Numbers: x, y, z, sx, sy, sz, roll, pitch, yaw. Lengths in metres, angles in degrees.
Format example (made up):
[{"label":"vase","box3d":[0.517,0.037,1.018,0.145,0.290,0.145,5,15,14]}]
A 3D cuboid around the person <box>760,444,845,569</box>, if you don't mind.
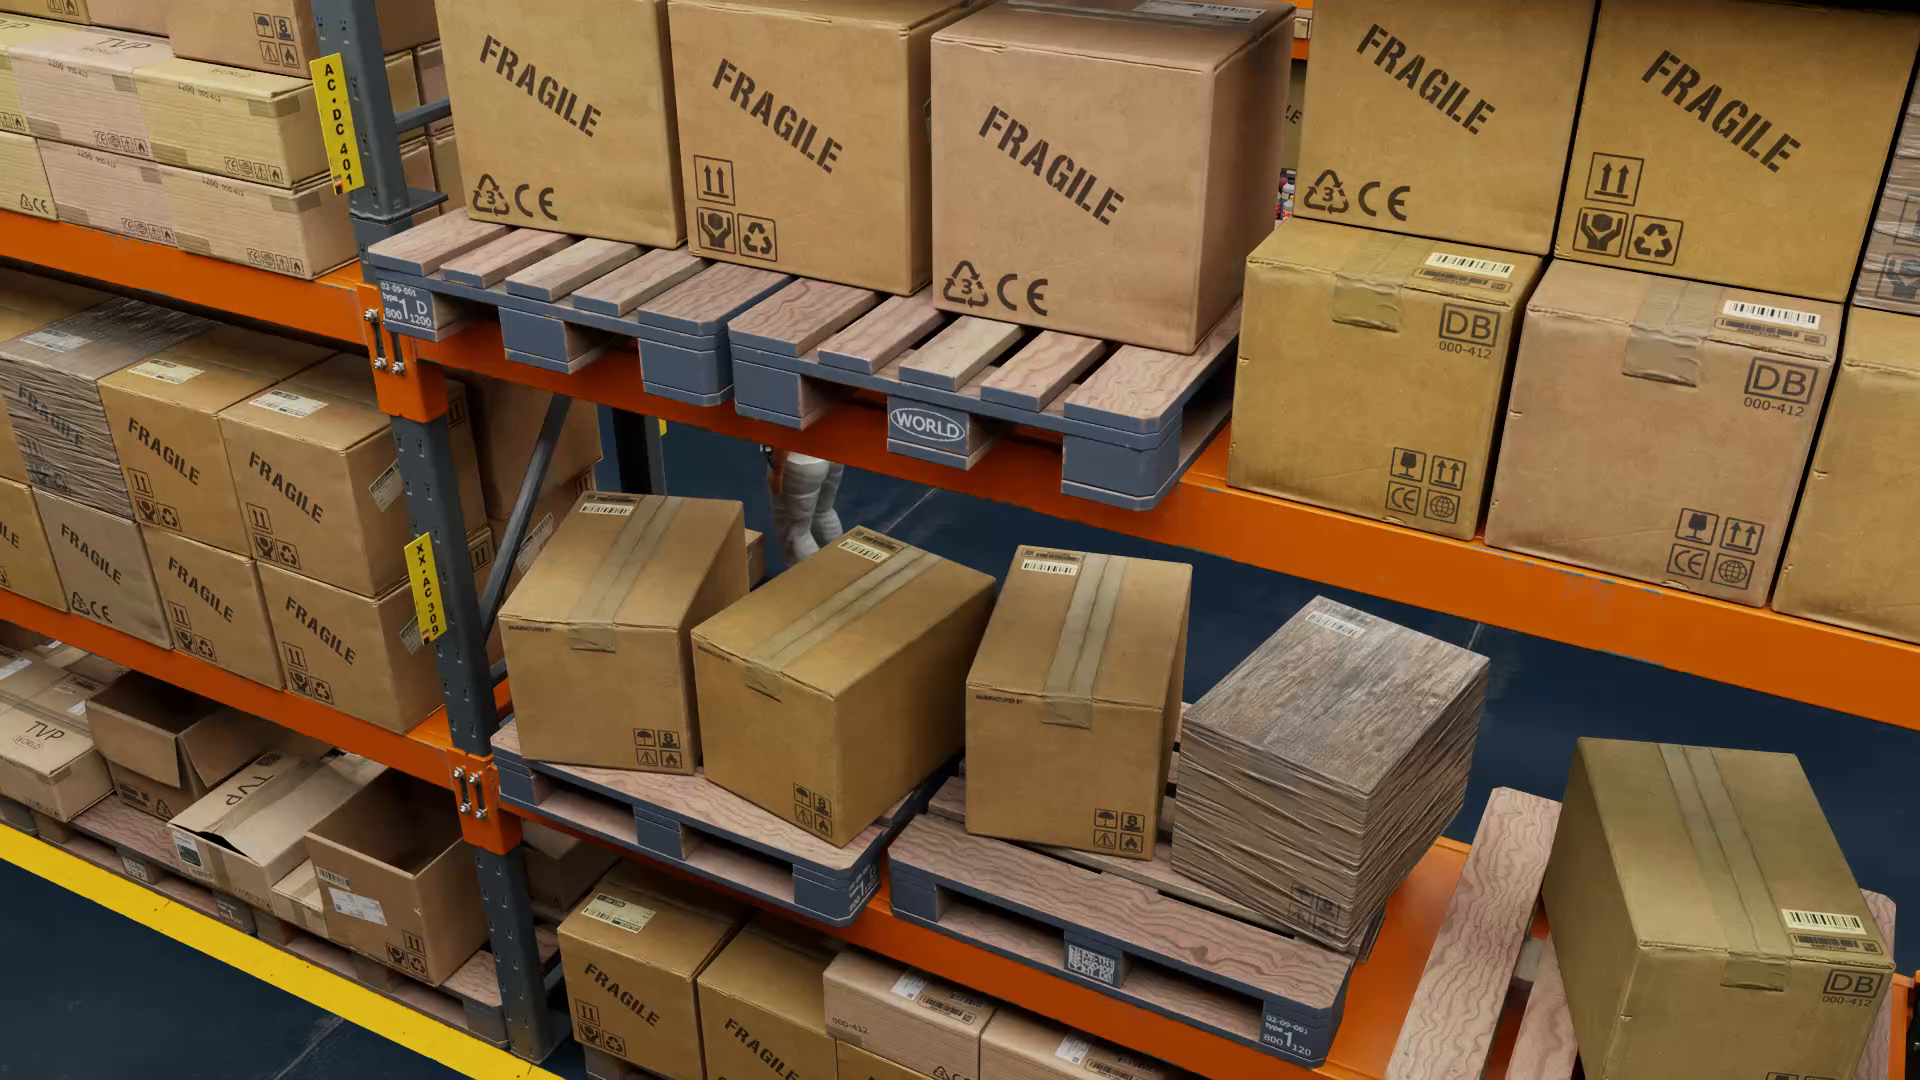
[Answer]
[{"label":"person","box3d":[-0.743,-0.388,7.816,0.390,1.675,0.466,15,34,24]}]
